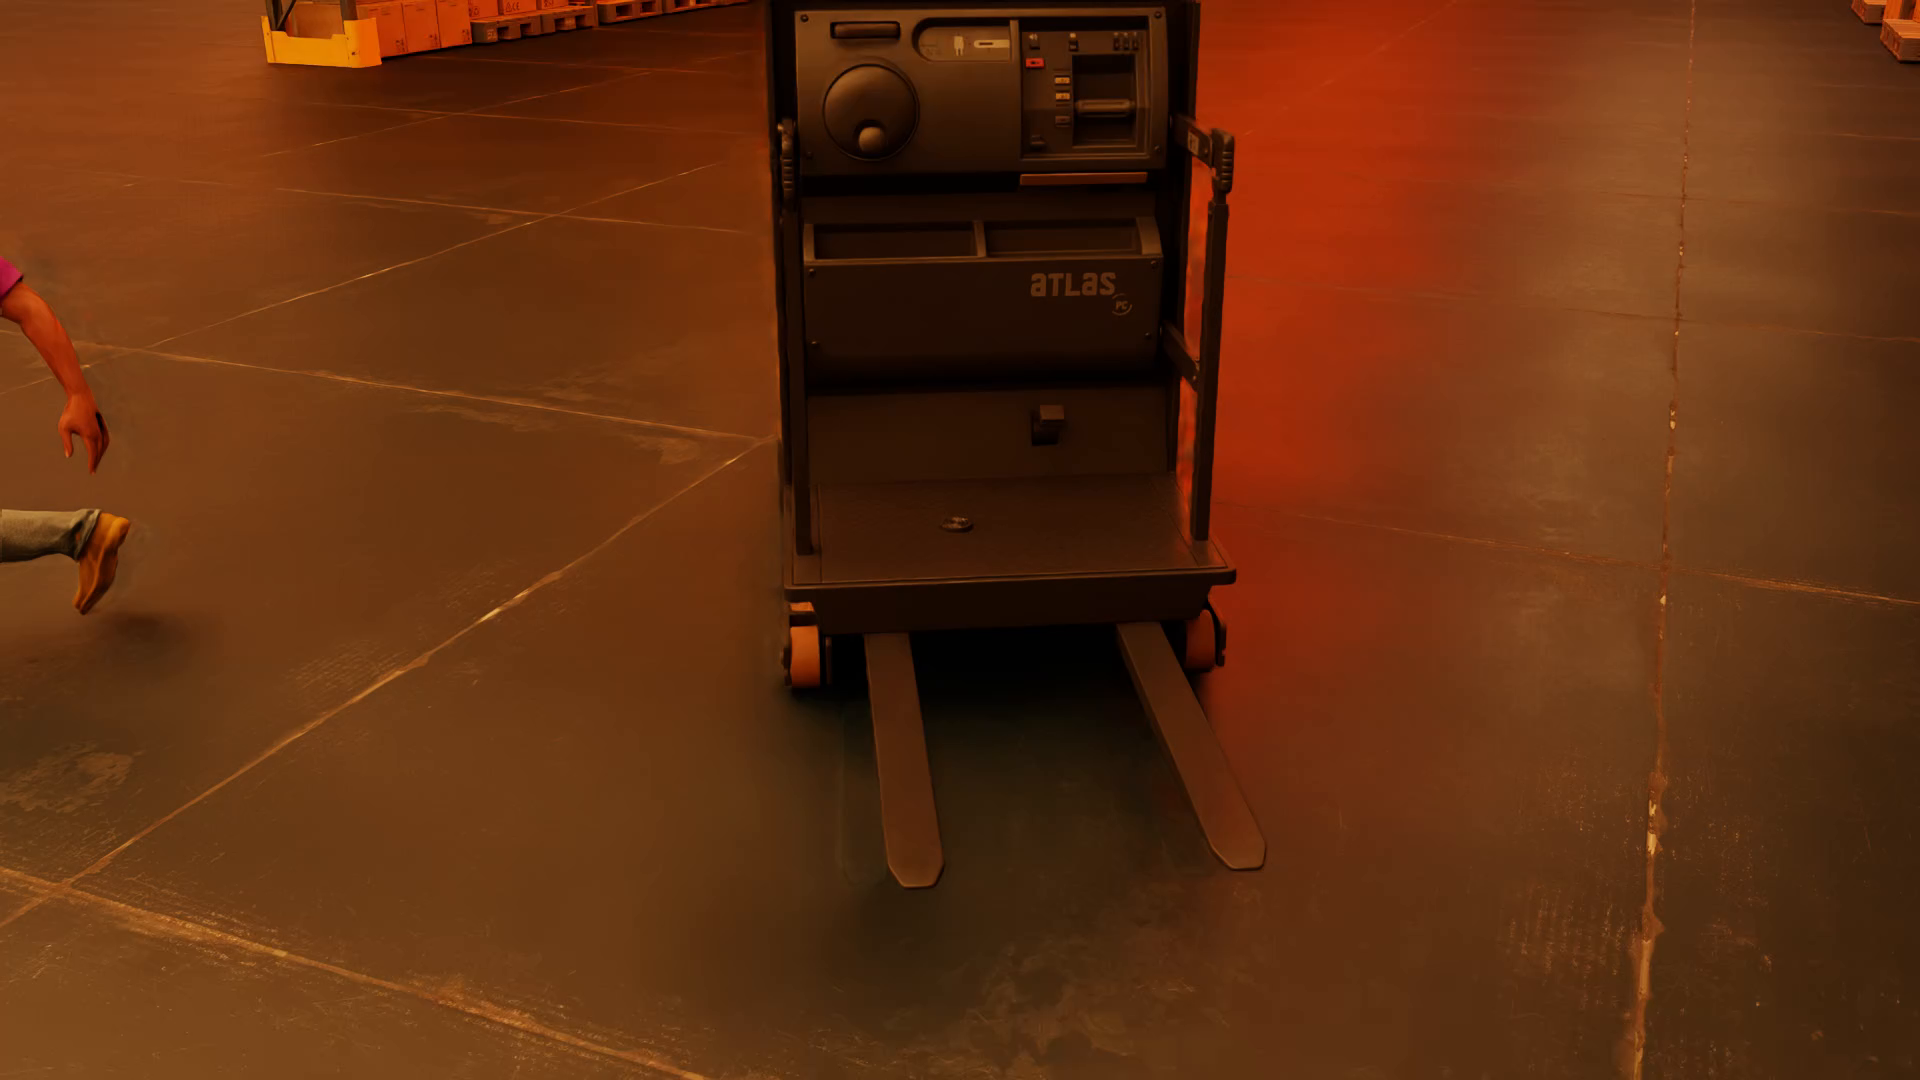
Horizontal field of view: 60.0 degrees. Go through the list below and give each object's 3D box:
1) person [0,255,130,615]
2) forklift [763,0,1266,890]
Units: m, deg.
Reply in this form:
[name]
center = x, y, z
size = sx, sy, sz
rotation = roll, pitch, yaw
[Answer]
[person]
center = -2.580, -0.358, 4.048
size = 0.672, 1.530, 0.918
rotation = 18, 29, 37
[forklift]
center = 0.081, -1.111, 3.951
size = 1.130, 2.935, 3.031
rotation = -2, 23, -5
